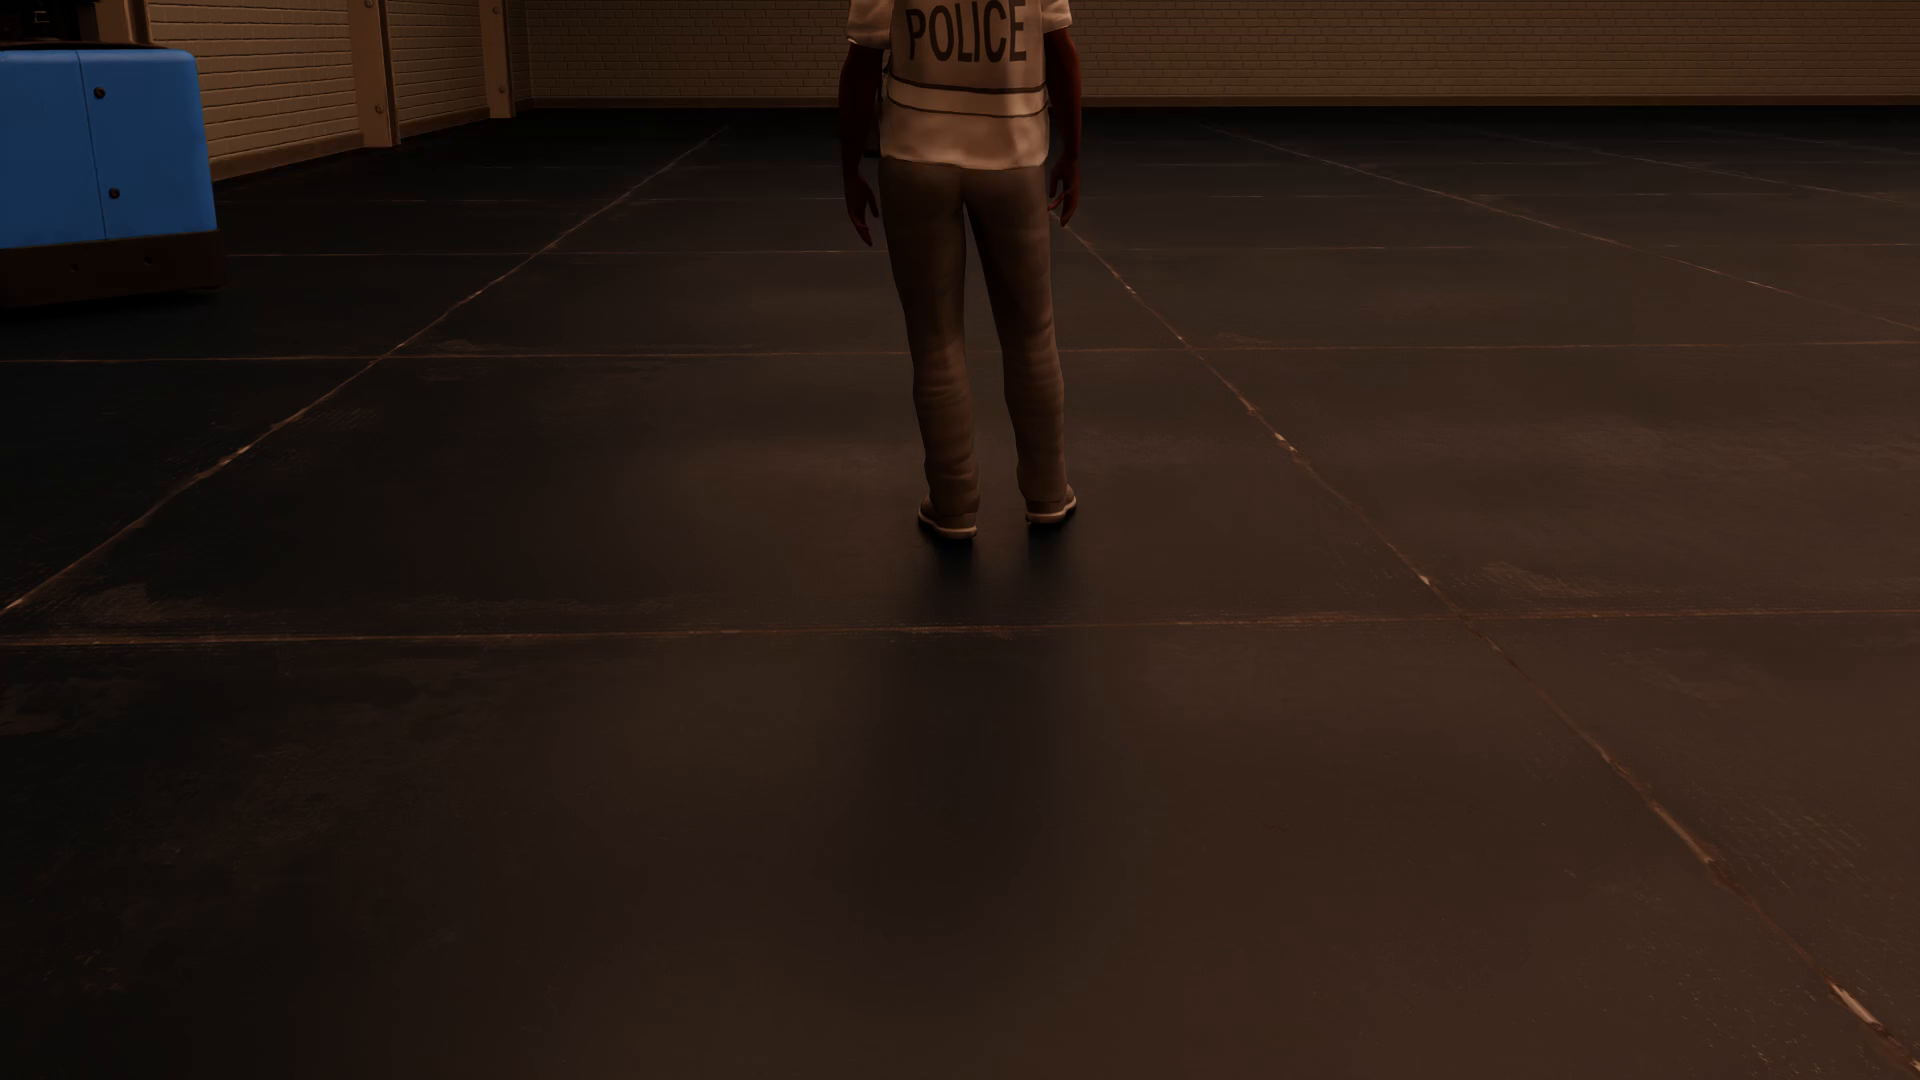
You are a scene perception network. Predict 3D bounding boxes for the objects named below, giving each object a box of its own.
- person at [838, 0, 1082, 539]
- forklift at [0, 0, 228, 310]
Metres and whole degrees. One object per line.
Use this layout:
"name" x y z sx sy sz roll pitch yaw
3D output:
"person" 0.016 -0.838 3.741 0.569 1.692 0.530 -1 17 -3
"forklift" -4.697 -2.652 7.578 3.031 2.935 1.130 15 22 39
